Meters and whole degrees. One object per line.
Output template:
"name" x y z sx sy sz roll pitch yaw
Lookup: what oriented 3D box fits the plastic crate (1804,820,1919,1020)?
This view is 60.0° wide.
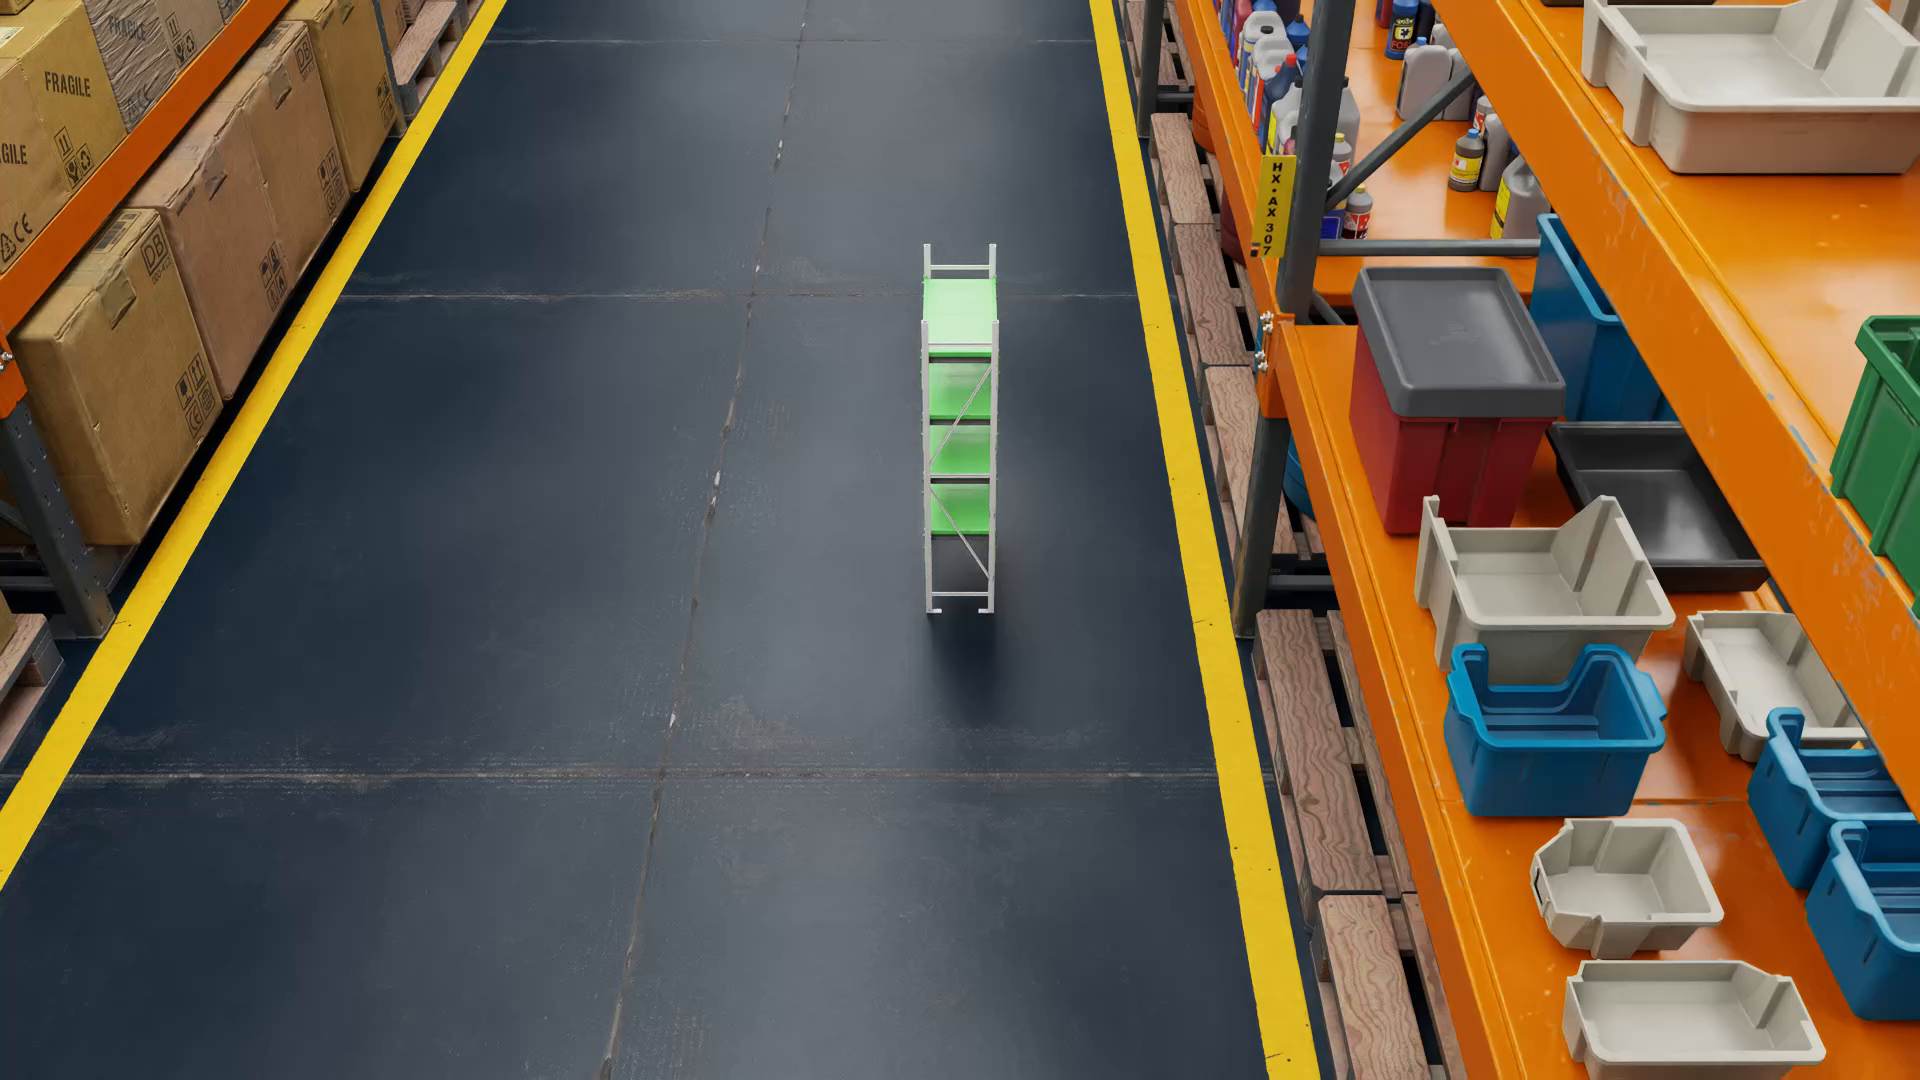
"plastic crate" 1.792 0.707 3.055 0.416 0.233 0.300 0 39 0

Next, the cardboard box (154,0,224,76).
"cardboard box" -3.251 -2.132 6.432 0.500 0.500 0.500 1 39 1

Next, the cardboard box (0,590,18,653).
"cardboard box" -3.572 0.223 4.936 0.875 0.875 0.875 0 39 0

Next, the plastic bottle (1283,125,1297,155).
"plastic bottle" 1.091 -1.204 5.447 0.061 0.283 0.133 0 39 0

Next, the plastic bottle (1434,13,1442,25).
"plastic bottle" 1.867 -1.955 6.394 0.097 0.271 0.097 0 39 0

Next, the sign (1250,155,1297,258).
"sign" 0.910 -0.967 4.837 0.100 0.325 0.005 0 39 0

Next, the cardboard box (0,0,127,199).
"cardboard box" -3.245 -1.496 5.638 0.500 0.500 0.500 0 39 0

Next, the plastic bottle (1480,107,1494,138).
"plastic bottle" 1.867 -1.433 5.798 0.097 0.201 0.097 0 39 0

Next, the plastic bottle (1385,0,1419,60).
"plastic bottle" 1.722 -2.016 6.470 0.097 0.271 0.097 0 39 0

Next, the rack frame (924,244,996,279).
"rack frame" 0.000 -0.517 5.936 0.240 1.200 0.015 0 39 0

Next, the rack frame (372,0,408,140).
"rack frame" -3.497 -3.356 8.039 1.000 3.000 0.127 0 39 0

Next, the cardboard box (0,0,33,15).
"cardboard box" -3.491 -2.114 5.607 0.797 0.503 0.637 0 39 0

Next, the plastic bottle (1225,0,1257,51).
"plastic bottle" 1.131 -2.103 6.514 0.144 0.351 0.185 0 39 0

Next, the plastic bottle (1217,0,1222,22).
"plastic bottle" 1.107 -2.244 6.754 0.097 0.271 0.097 0 39 0

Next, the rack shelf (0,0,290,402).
"rack shelf" -3.495 -1.825 6.704 1.077 0.370 4.000 0 39 0

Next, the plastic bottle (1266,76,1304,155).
"plastic bottle" 1.132 -1.414 5.655 0.144 0.351 0.185 0 39 0

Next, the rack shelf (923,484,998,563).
"rack shelf" 0.000 -0.128 5.936 0.258 0.148 0.480 0 39 0

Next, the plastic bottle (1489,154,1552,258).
"plastic bottle" 1.784 -1.085 5.244 0.144 0.351 0.185 0 39 0

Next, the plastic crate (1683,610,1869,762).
"plastic crate" 1.763 0.310 3.628 0.293 0.136 0.466 0 39 0

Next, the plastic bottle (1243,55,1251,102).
"plastic bottle" 1.108 -1.728 6.166 0.097 0.201 0.097 0 39 0

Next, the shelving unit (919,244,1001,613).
"shelving unit" 0.000 -0.365 5.746 0.258 1.200 0.503 0 39 0

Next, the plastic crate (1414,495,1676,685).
"plastic crate" 1.278 0.120 3.749 0.437 0.282 0.530 0 39 0

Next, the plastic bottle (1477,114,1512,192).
"plastic bottle" 1.840 -1.328 5.608 0.152 0.276 0.135 0 39 0

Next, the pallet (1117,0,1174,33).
"pallet" 1.495 -3.517 10.470 1.003 0.211 1.213 0 39 0

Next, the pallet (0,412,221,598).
"pallet" -3.569 -0.249 6.392 1.003 0.211 1.213 0 39 0

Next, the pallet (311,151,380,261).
"pallet" -3.572 -1.775 8.296 1.003 0.211 1.213 0 39 0

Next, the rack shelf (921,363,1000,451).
"rack shelf" 0.000 -0.502 5.635 0.258 0.148 0.480 0 39 0

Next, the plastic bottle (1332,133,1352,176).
"plastic bottle" 1.261 -1.267 5.592 0.097 0.201 0.097 0 39 0

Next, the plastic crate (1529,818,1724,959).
"plastic crate" 1.253 0.672 3.175 0.298 0.136 0.250 0 39 0

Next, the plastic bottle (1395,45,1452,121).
"plastic bottle" 1.688 -1.679 6.045 0.152 0.276 0.135 0 39 0

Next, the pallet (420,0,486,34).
"pallet" -3.495 -3.518 10.471 1.003 0.211 1.213 0 39 0

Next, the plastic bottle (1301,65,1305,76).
"plastic bottle" 1.260 -1.610 5.963 0.097 0.271 0.097 0 39 0

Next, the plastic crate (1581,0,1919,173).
"plastic crate" 1.214 -0.717 2.558 0.437 0.136 0.530 0 39 0

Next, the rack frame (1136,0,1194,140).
"rack frame" 1.456 -3.360 8.044 1.000 3.000 0.127 0 39 0

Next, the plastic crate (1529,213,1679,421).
"plastic crate" 1.802 -0.584 4.545 0.392 0.384 0.575 0 39 0

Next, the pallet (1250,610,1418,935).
"pallet" 1.500 0.690 5.221 1.003 0.211 1.213 0 39 0

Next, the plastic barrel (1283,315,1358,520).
"plastic barrel" 1.477 -0.544 5.872 0.600 0.901 0.708 0 39 0

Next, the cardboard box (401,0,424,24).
"cardboard box" -3.531 -3.318 9.639 0.700 0.500 0.500 -3 39 -4

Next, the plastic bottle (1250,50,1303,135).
"plastic bottle" 1.136 -1.600 5.947 0.152 0.276 0.135 0 39 0

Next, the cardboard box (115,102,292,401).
"cardboard box" -3.515 -1.149 6.648 1.225 0.875 0.875 -1 39 -2

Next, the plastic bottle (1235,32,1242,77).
"plastic bottle" 1.108 -1.873 6.347 0.097 0.201 0.097 0 39 0

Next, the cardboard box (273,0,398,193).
"cardboard box" -3.517 -2.259 8.034 1.225 0.875 0.875 -2 39 -2

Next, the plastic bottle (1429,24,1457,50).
"plastic bottle" 1.839 -1.824 6.226 0.152 0.276 0.135 0 39 0

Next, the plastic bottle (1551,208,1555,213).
"plastic bottle" 1.887 -1.042 5.245 0.061 0.283 0.133 0 39 0

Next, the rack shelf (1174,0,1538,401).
"rack shelf" 1.458 -1.828 6.708 1.077 0.370 4.000 0 39 0

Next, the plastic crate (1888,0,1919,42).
"plastic crate" 1.771 -0.867 2.630 0.437 0.282 0.530 0 39 0

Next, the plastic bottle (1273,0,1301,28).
"plastic bottle" 1.283 -2.187 6.620 0.144 0.351 0.185 0 39 0

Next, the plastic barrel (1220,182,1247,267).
"plastic barrel" 1.475 -1.570 7.404 0.600 0.588 0.708 0 39 0

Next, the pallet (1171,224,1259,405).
"pallet" 1.497 -1.018 7.351 1.003 0.211 1.213 0 39 0

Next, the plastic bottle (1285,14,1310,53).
"plastic bottle" 1.260 -1.839 6.249 0.097 0.271 0.097 0 39 0

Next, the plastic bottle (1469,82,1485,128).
"plastic bottle" 1.886 -1.598 5.938 0.061 0.283 0.133 0 39 0
